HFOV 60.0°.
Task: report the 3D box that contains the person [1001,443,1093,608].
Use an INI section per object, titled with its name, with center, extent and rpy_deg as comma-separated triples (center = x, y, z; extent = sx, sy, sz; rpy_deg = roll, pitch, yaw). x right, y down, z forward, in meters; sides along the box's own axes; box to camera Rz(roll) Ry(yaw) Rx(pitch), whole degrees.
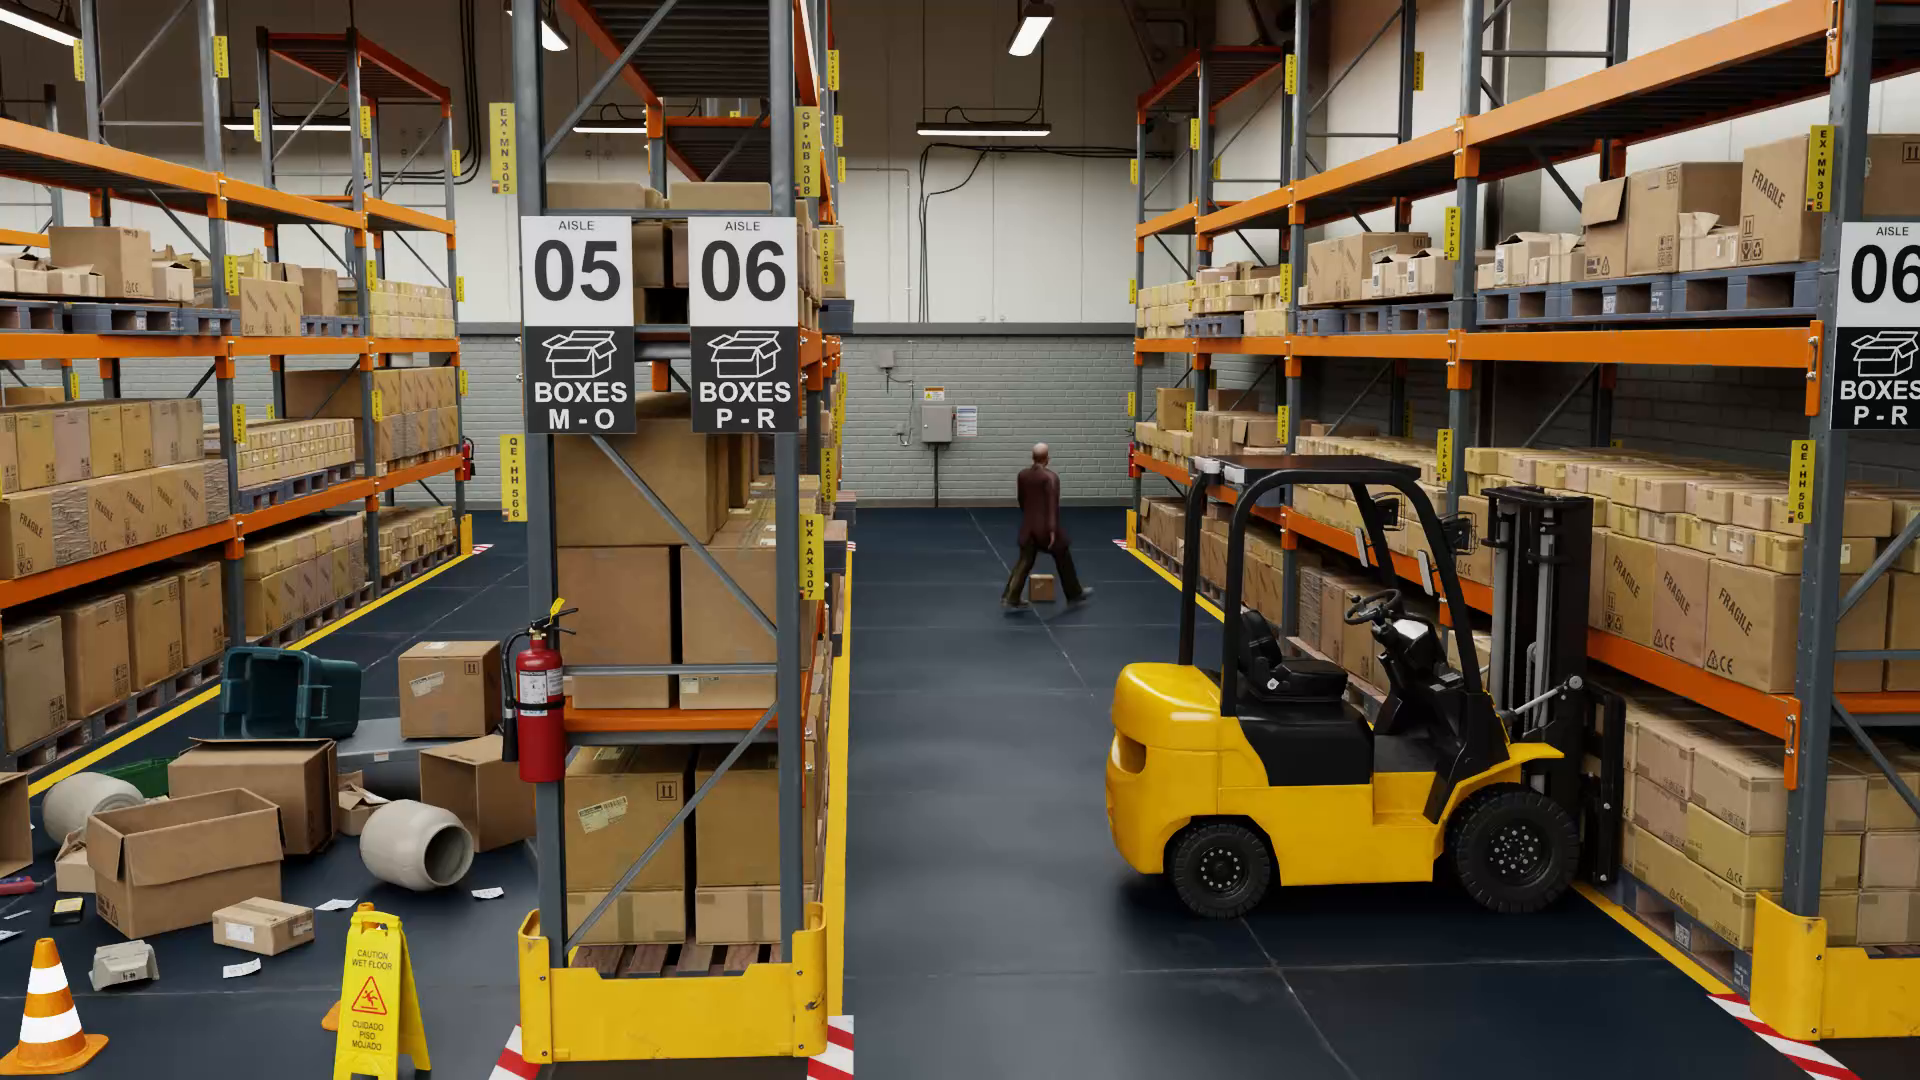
[person]
center = 0.903, -0.153, 17.243
extent = 0.619, 1.719, 1.115
rpy_deg = 6, 9, 40
